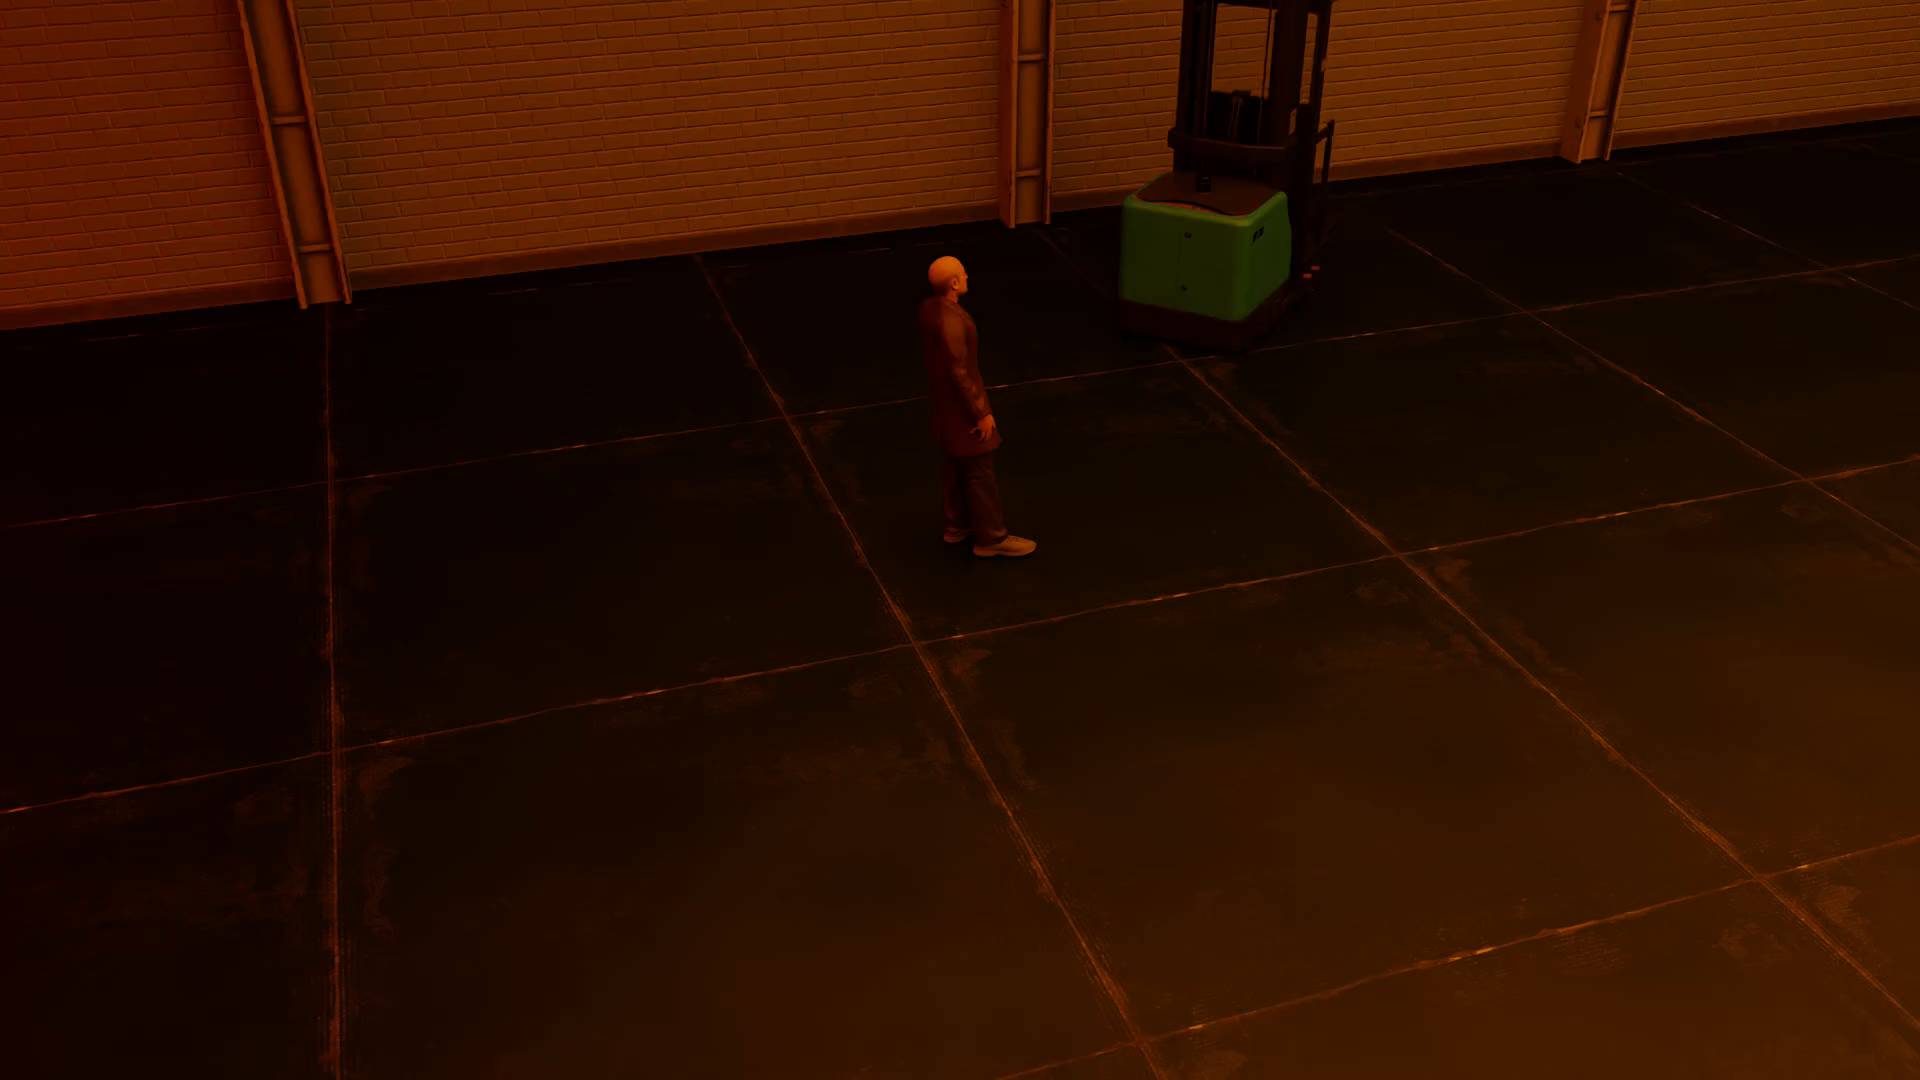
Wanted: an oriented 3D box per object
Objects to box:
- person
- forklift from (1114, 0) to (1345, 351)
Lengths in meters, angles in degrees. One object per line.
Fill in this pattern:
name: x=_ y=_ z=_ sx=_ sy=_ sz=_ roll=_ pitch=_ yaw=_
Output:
person: x=0.088 y=-0.790 z=9.601 sx=0.579 sy=1.777 sz=0.698 roll=-10 pitch=31 yaw=-16
forklift: x=2.340 y=-3.369 z=12.943 sx=1.130 sy=2.935 sz=3.031 roll=16 pitch=33 yaw=25
